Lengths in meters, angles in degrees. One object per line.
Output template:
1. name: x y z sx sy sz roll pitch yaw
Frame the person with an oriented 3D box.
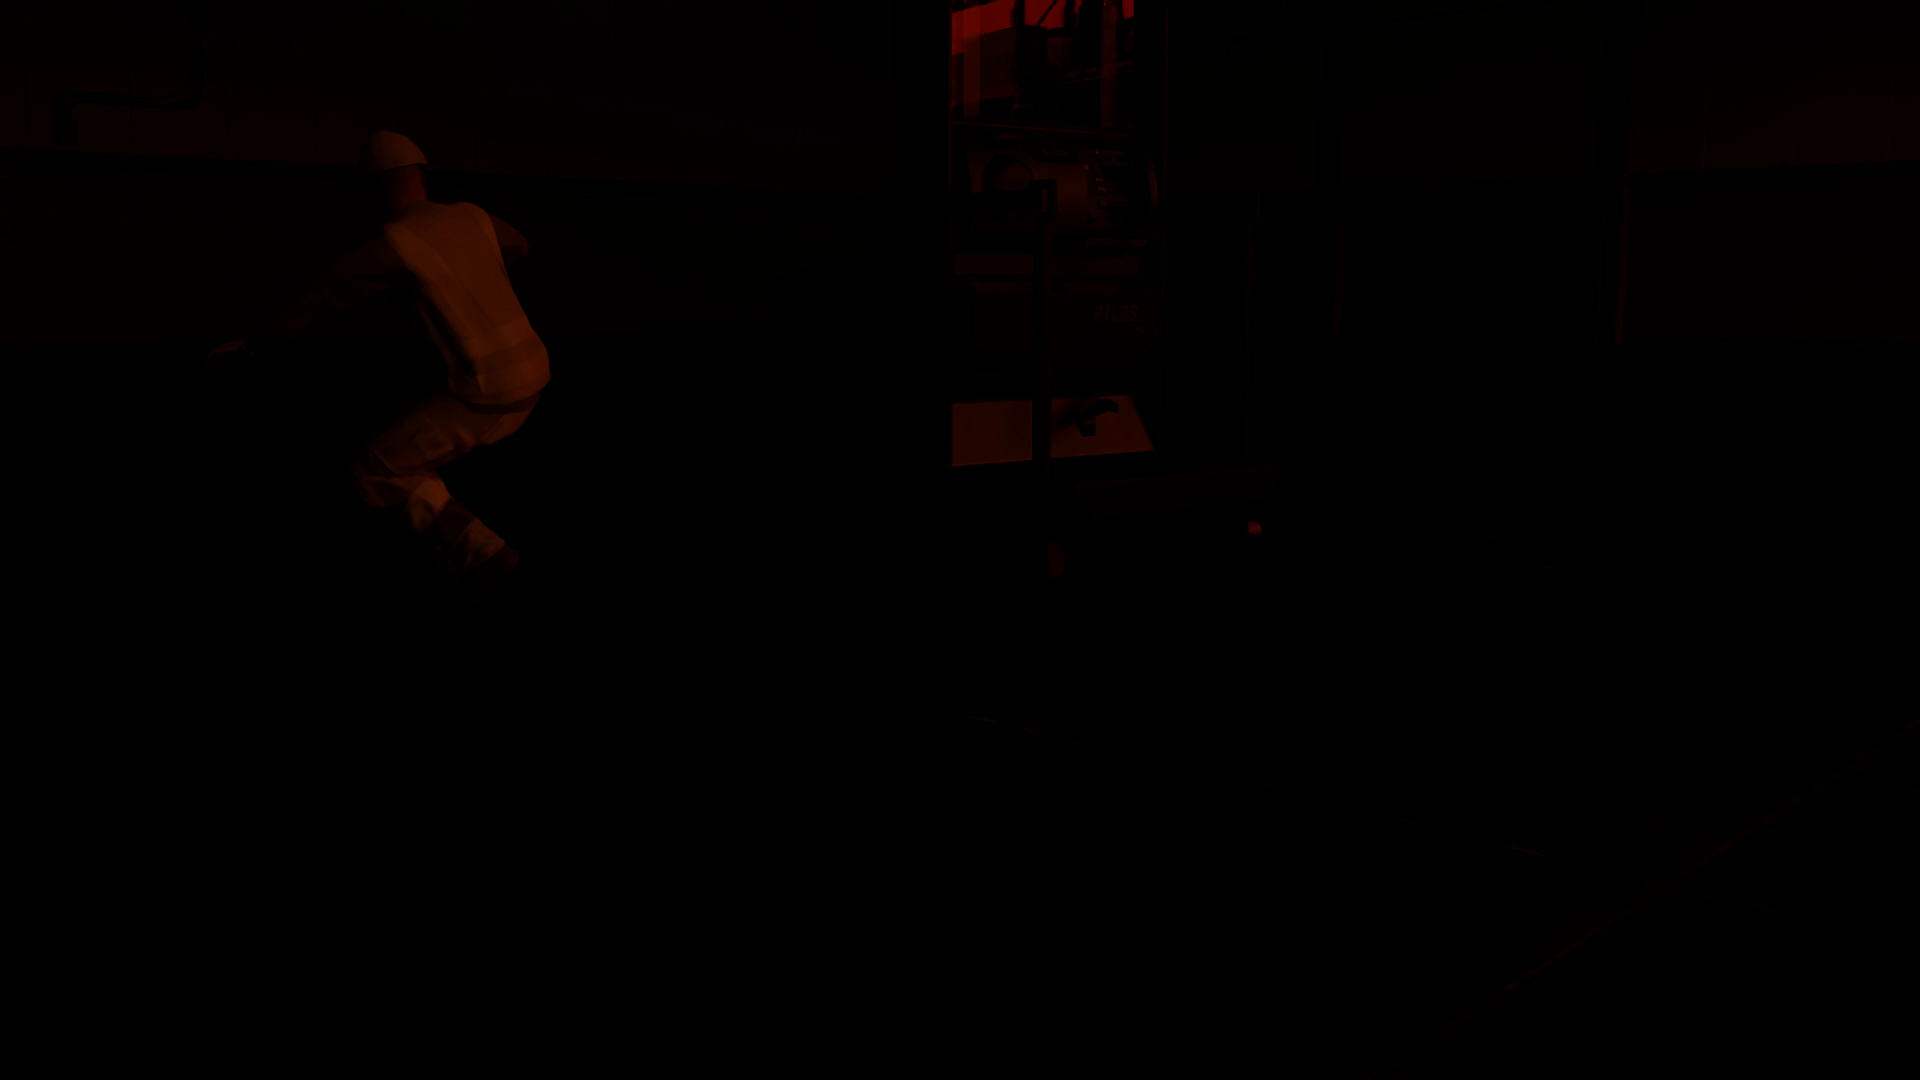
1. person: -1.781 -0.531 5.257 0.979 1.482 0.796 1 9 8

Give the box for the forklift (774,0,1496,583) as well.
1. forklift: 0.507 -1.382 6.053 1.130 2.935 3.031 -7 11 -37
